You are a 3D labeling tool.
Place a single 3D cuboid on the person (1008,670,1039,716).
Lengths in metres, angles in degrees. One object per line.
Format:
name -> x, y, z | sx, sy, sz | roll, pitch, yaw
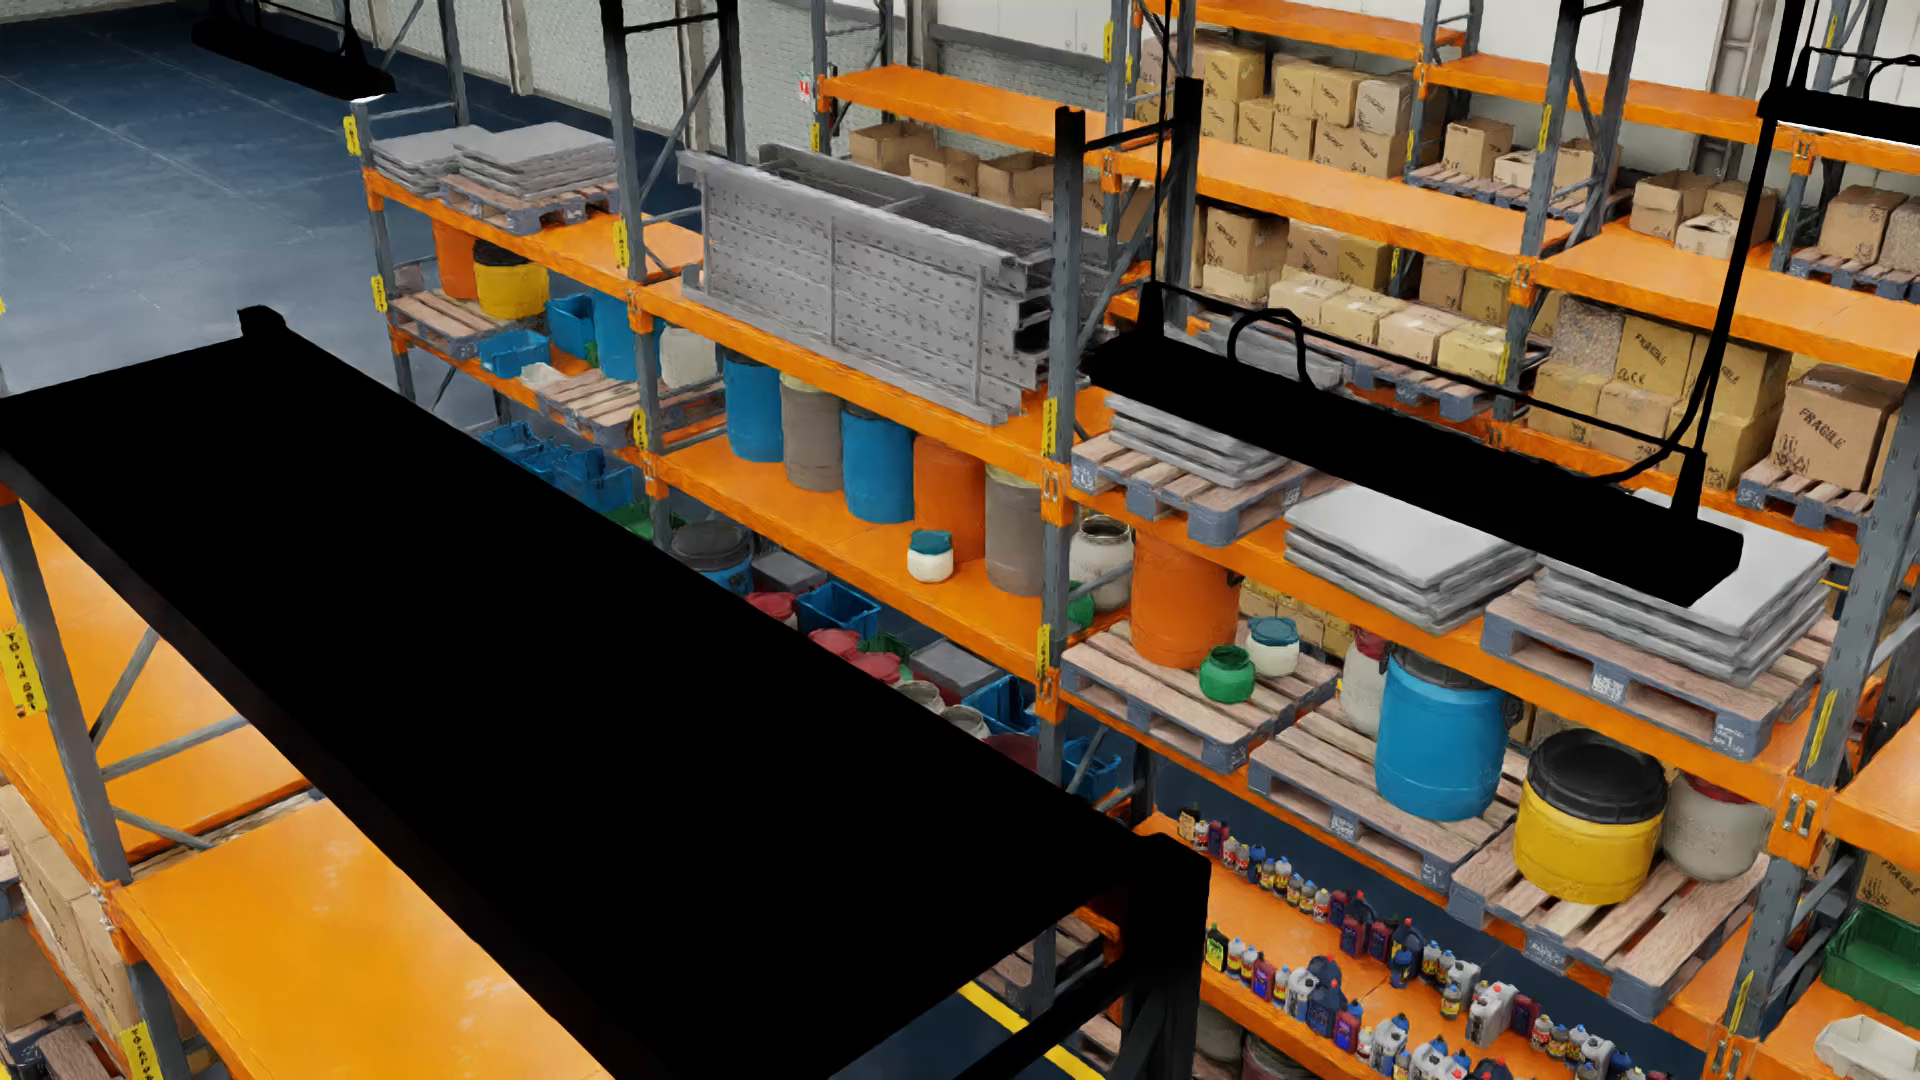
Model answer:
person -> 0.562, 0.623, 13.794 | 0.632, 1.768, 0.453 | 8, 29, 15
